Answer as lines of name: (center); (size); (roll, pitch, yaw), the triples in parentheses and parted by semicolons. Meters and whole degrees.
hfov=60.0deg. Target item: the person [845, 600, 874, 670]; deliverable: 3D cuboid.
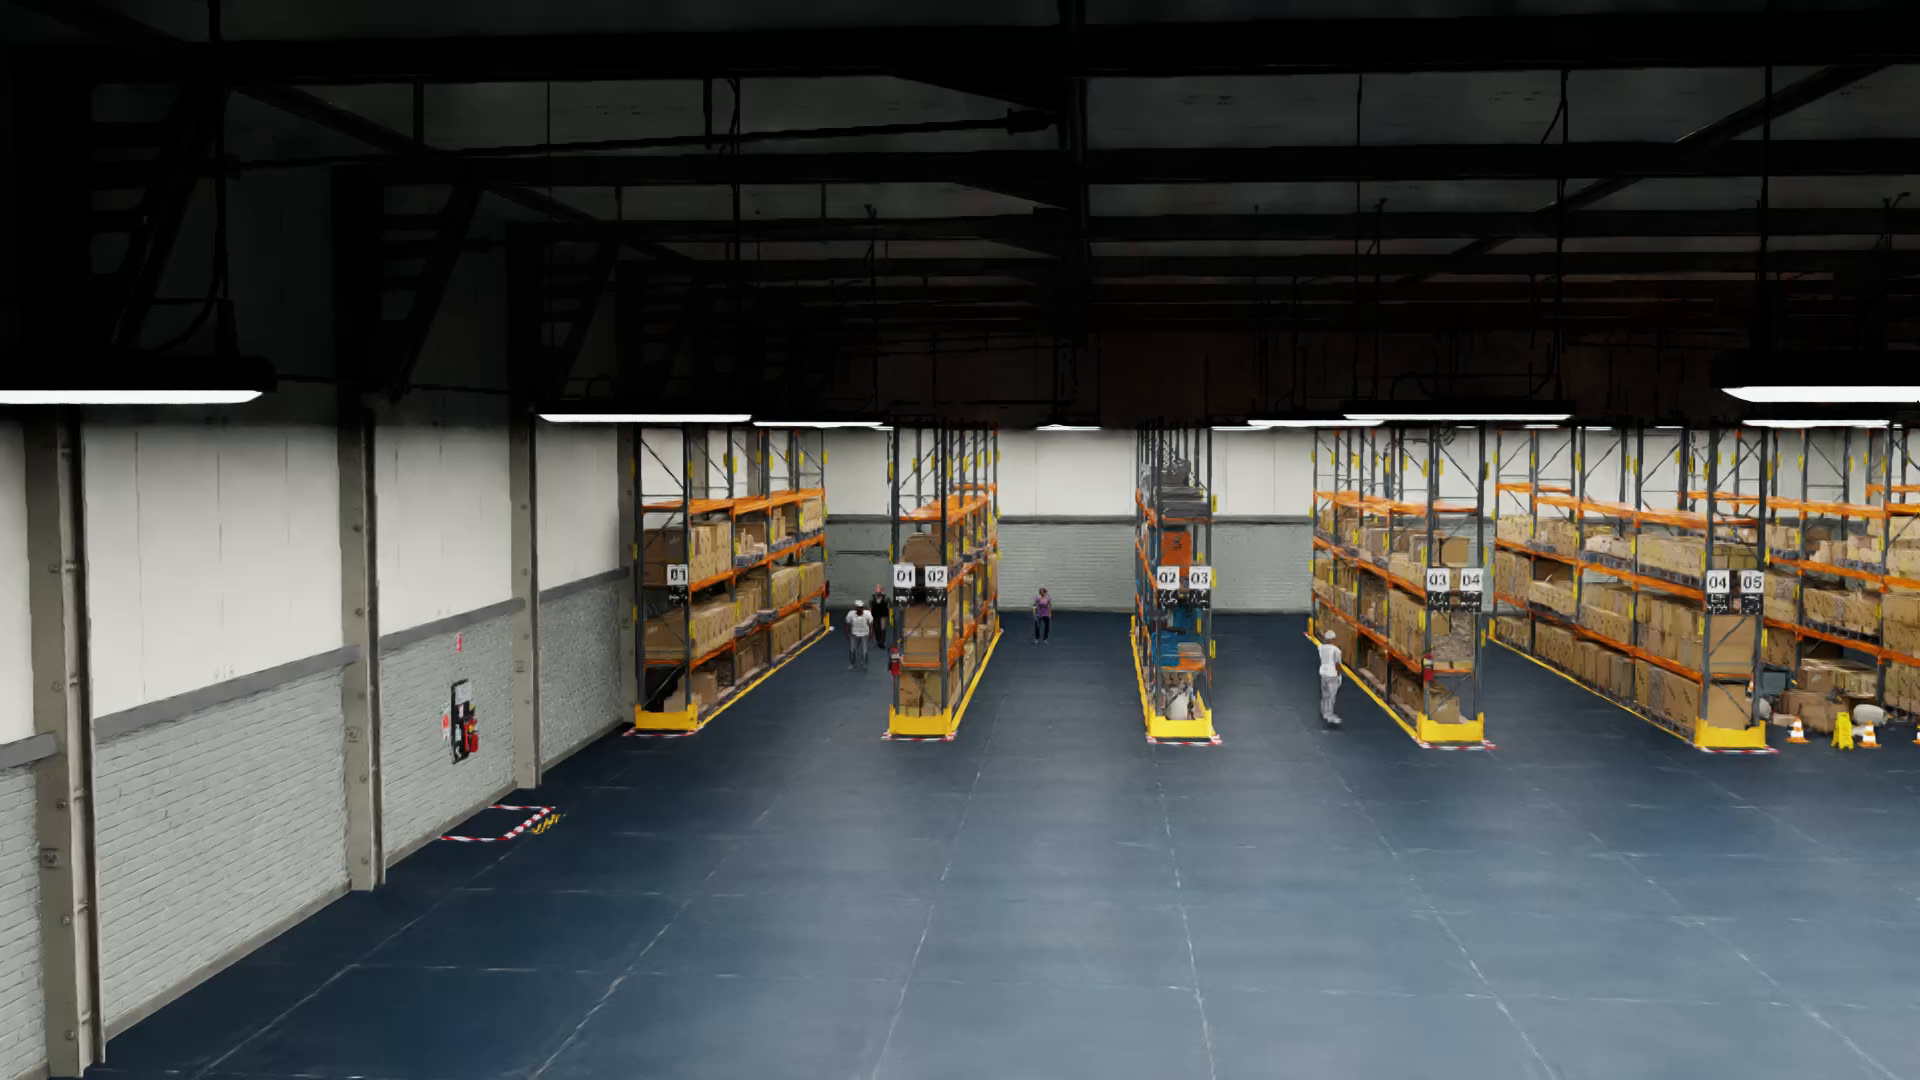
person: (-2.412, 2.273, 39.856); (0.719, 1.714, 0.575); (0, 4, 2)

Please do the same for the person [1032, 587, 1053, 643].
person: (2.231, 2.024, 44.974); (0.566, 1.541, 0.519); (0, 4, 2)

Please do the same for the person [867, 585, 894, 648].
person: (-2.125, 2.013, 44.123); (0.680, 1.658, 0.866); (1, 4, 10)

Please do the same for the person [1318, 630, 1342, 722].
person: (7.342, 2.670, 32.830); (0.457, 1.783, 0.618); (-2, 4, -26)
